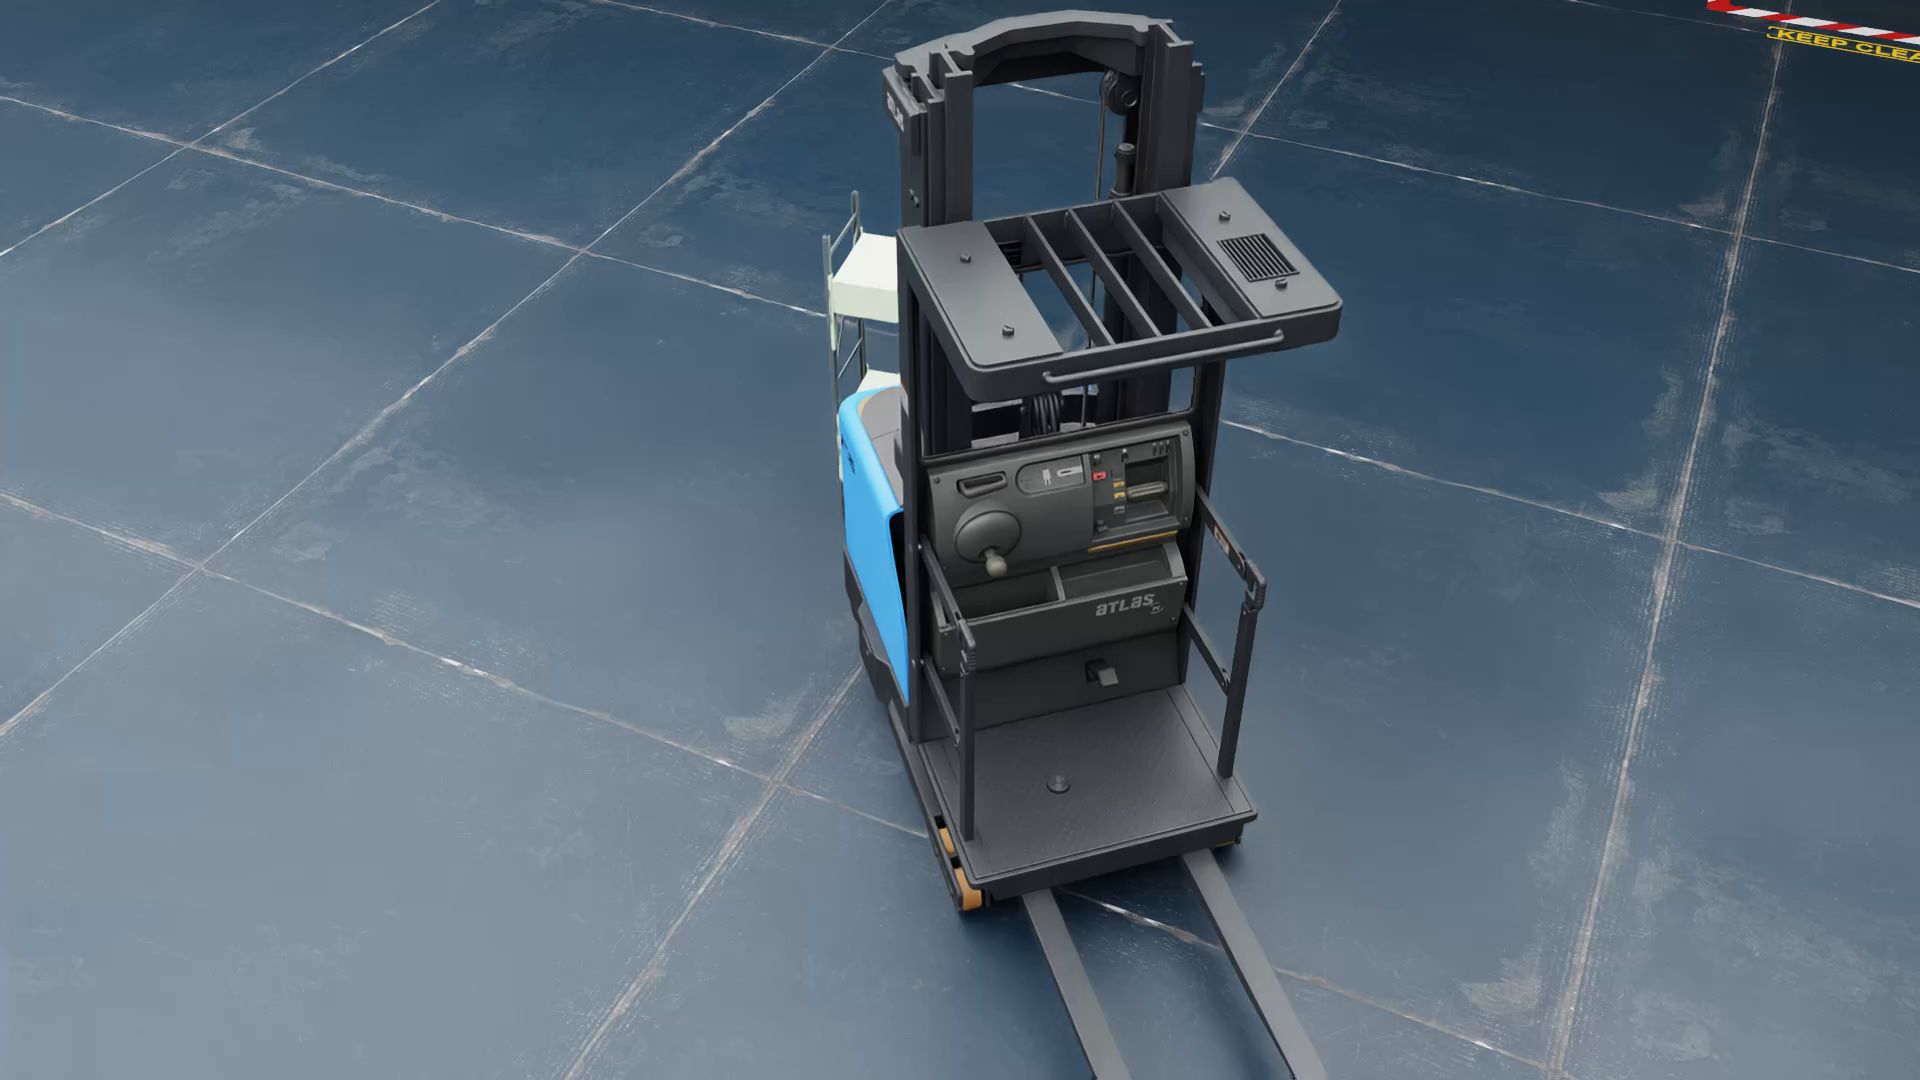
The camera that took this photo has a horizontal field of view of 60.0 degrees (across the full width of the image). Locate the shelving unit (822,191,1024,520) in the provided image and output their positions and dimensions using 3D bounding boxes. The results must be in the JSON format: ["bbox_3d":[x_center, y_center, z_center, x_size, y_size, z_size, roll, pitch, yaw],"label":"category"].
[{"bbox_3d":[-0.144,-0.722,7.321,0.755,1.500,0.431,11,42,12],"label":"shelving unit"}]

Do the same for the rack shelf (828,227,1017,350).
[{"bbox_3d":[-0.144,-1.017,7.066,0.720,0.370,0.431,11,42,12],"label":"rack shelf"}]

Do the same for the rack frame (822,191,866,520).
[{"bbox_3d":[-0.496,-0.788,7.398,0.023,1.500,0.400,11,42,12],"label":"rack frame"}]

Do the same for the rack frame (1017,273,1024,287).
[{"bbox_3d":[0.207,-0.655,7.245,0.023,1.500,0.400,11,42,12],"label":"rack frame"}]

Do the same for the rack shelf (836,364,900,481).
[{"bbox_3d":[-0.144,-0.475,7.535,0.720,0.370,0.431,11,42,12],"label":"rack shelf"}]

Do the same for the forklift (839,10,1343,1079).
[{"bbox_3d":[0.418,-0.052,5.456,1.130,2.935,3.031,-11,42,-13],"label":"forklift"}]
